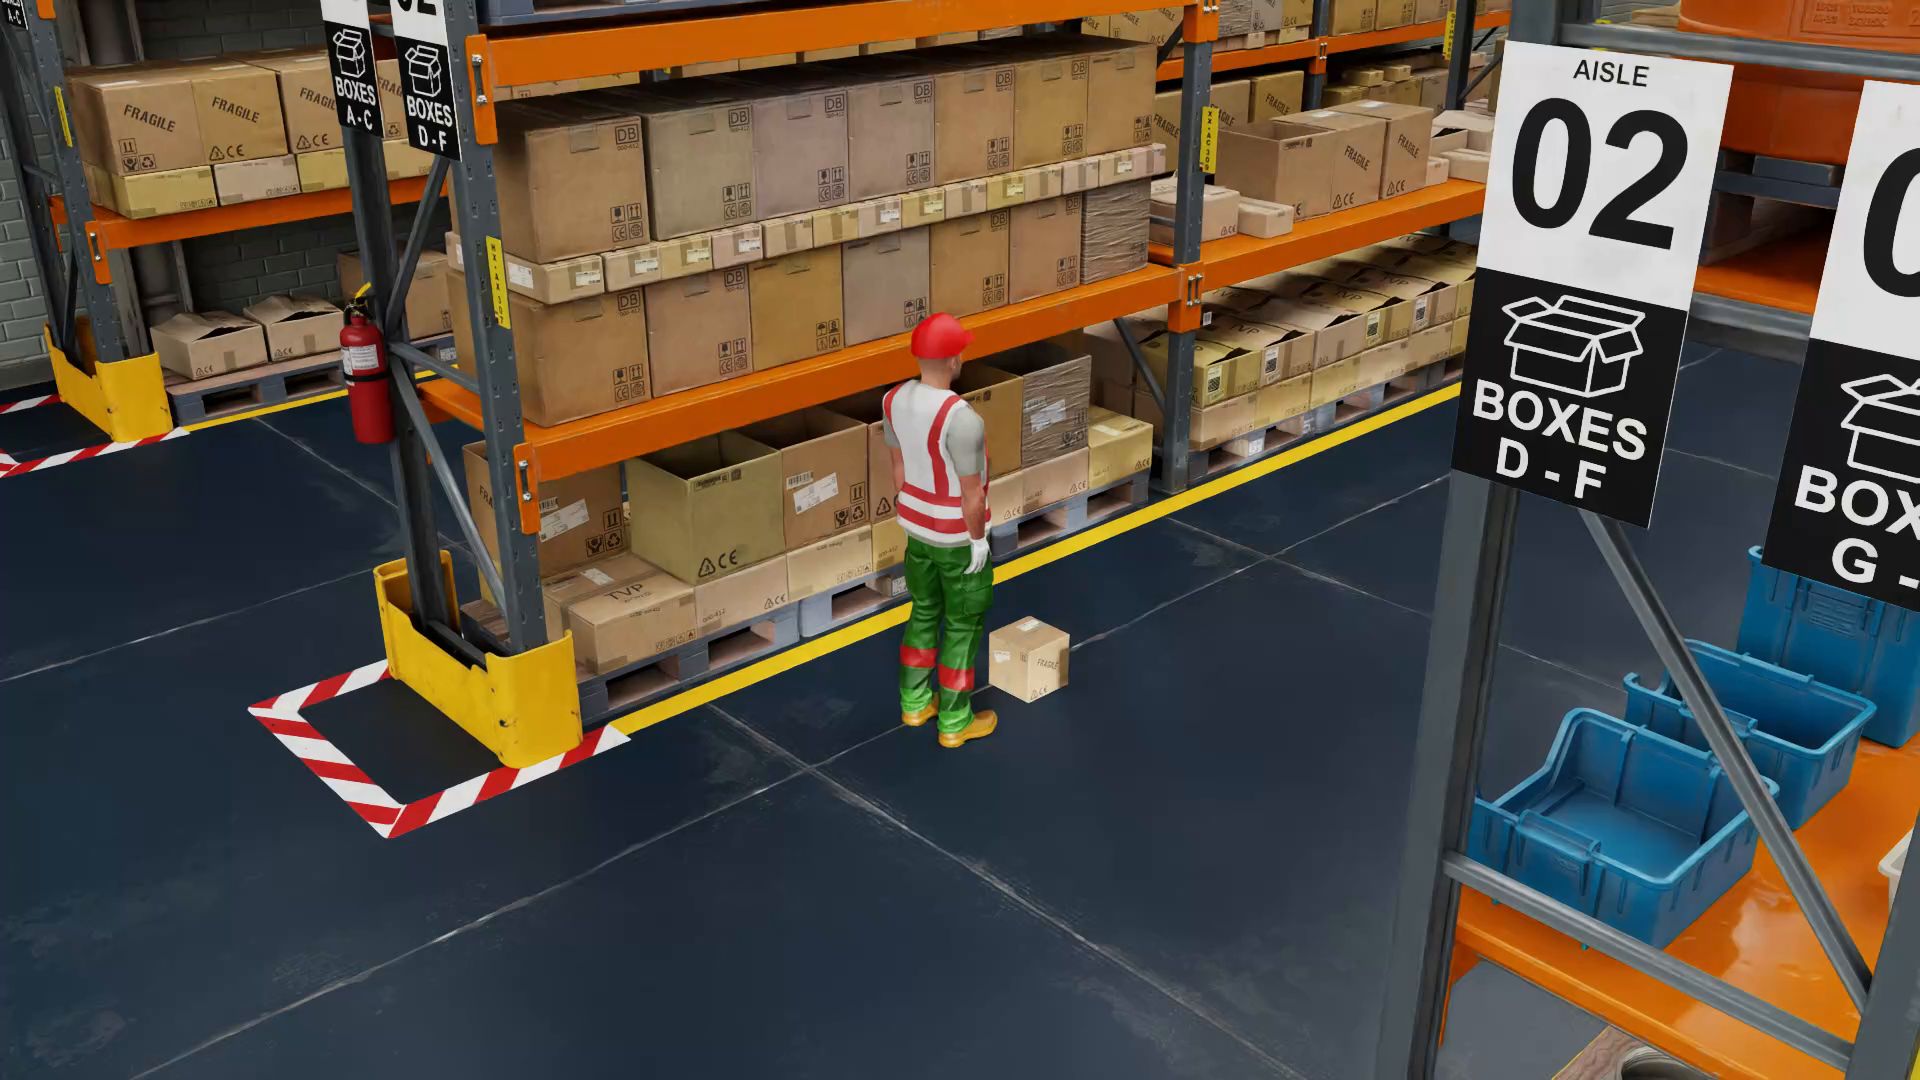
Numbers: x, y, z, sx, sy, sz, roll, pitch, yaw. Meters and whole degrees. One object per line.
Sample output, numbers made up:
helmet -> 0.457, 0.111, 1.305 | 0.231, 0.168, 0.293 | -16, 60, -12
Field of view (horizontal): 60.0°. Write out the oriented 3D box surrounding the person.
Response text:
person -> -0.070, -0.042, 6.670 | 0.338, 1.783, 0.525 | -20, 31, -38
